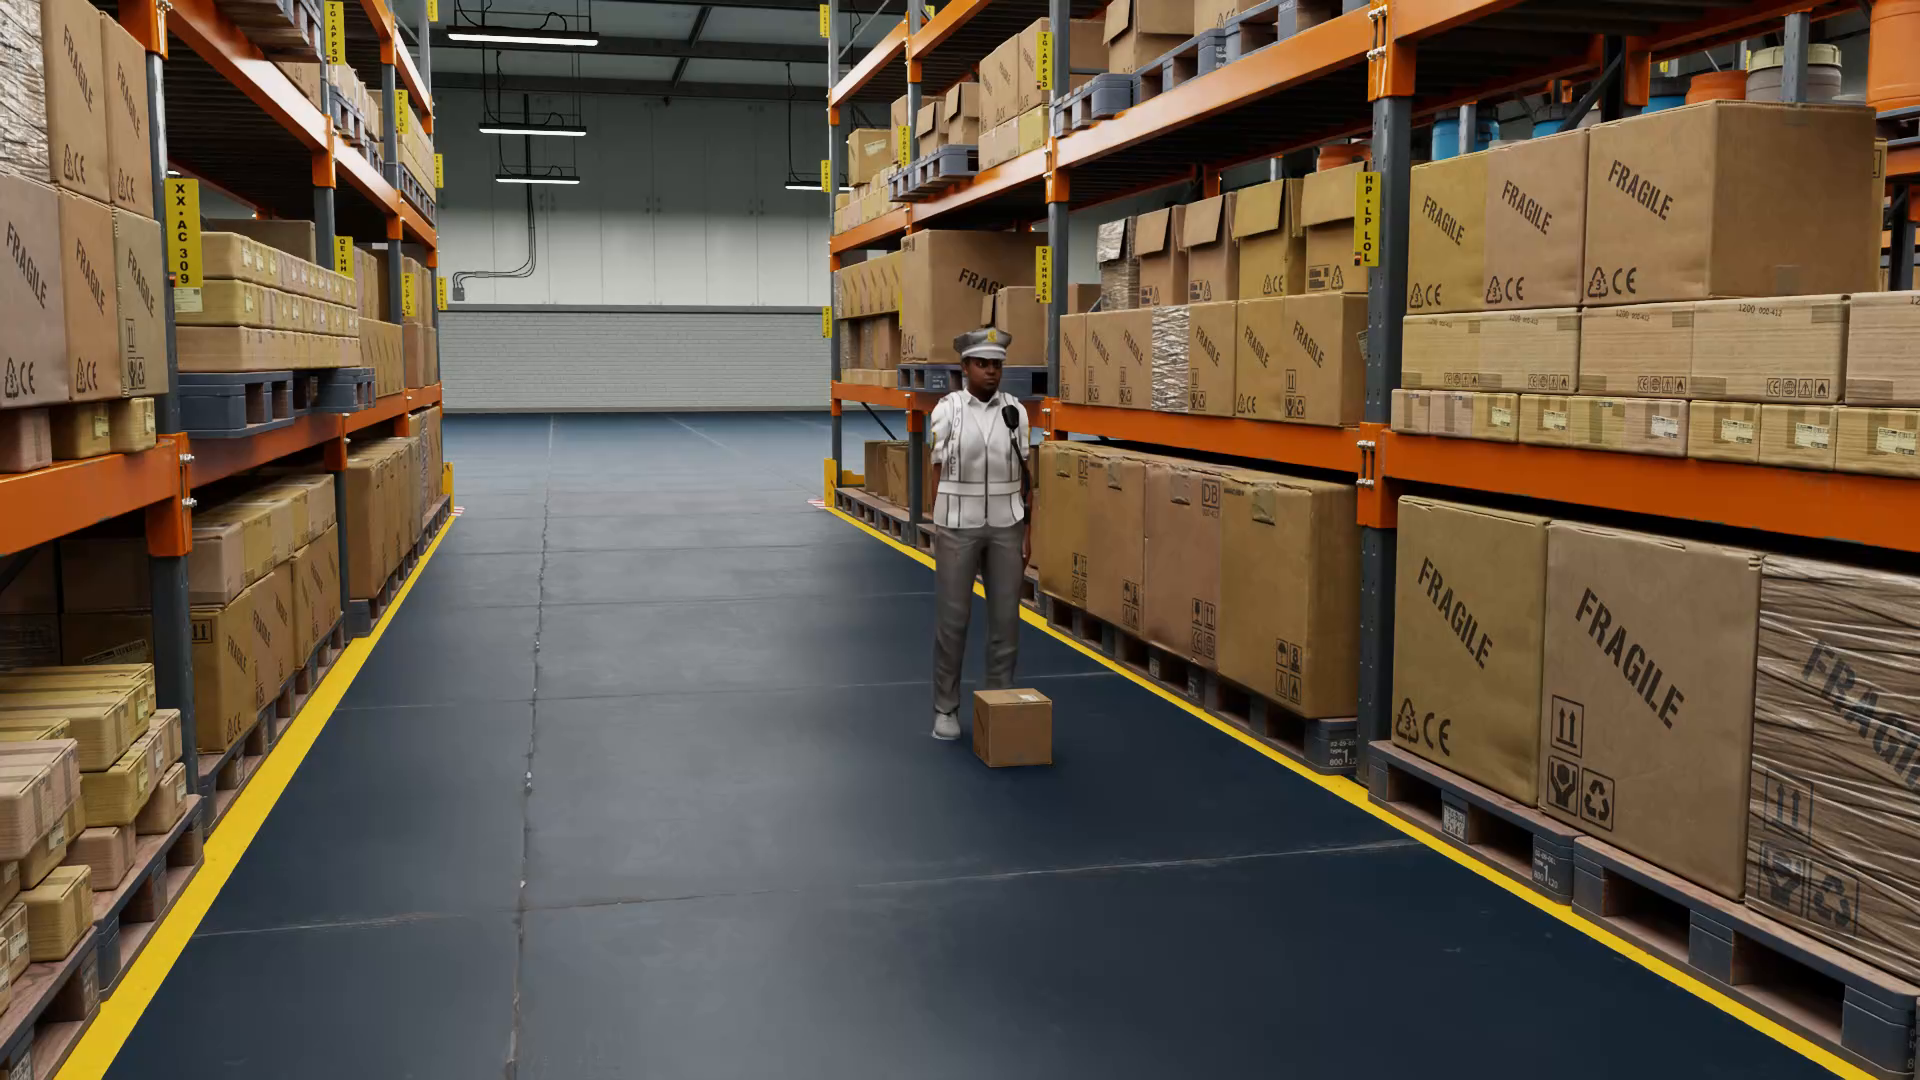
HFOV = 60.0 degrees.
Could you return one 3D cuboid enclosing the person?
[{"bbox_3d":[0.095,-0.024,6.881,0.438,1.696,0.339,-1,6,-13],"label":"person"}]
